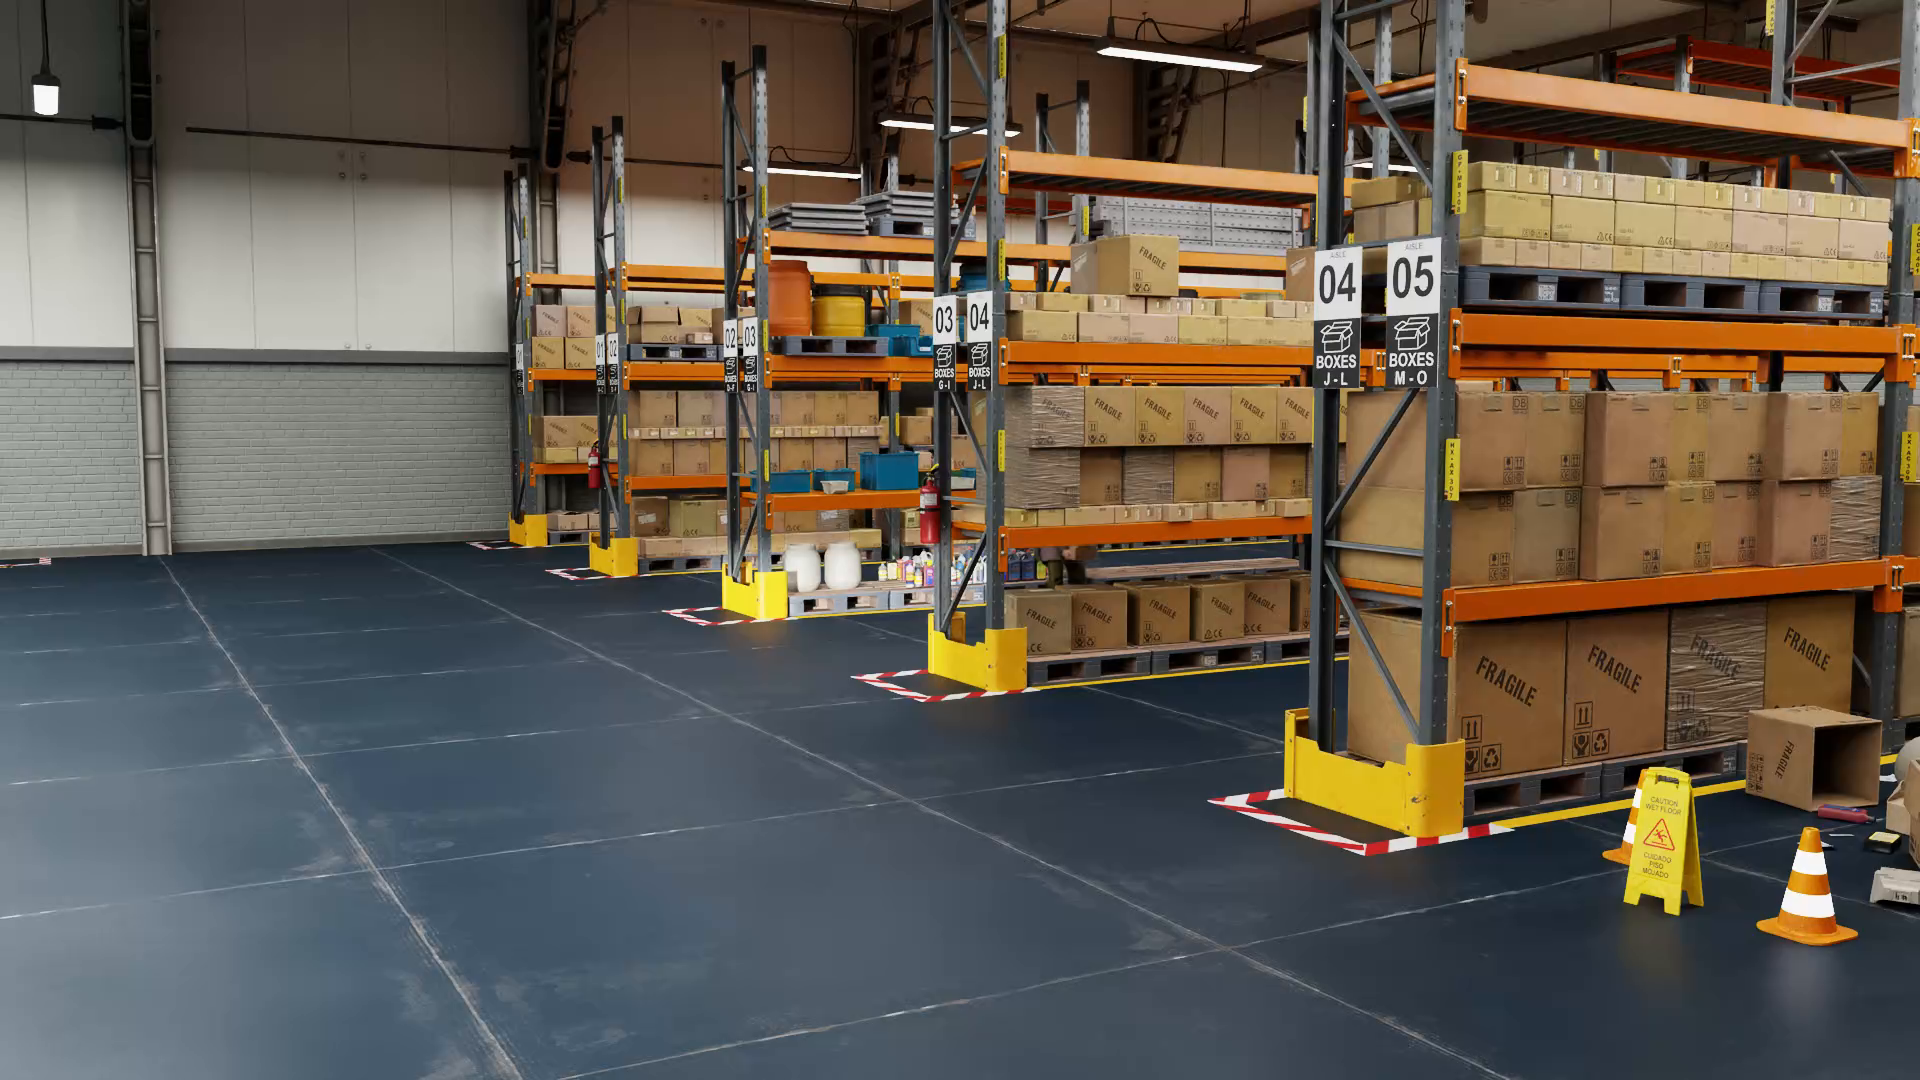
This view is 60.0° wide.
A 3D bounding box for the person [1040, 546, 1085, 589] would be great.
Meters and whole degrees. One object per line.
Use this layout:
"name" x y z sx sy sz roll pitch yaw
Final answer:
"person" 1.112 0.054 17.099 0.540 1.691 0.625 -3 6 -29
